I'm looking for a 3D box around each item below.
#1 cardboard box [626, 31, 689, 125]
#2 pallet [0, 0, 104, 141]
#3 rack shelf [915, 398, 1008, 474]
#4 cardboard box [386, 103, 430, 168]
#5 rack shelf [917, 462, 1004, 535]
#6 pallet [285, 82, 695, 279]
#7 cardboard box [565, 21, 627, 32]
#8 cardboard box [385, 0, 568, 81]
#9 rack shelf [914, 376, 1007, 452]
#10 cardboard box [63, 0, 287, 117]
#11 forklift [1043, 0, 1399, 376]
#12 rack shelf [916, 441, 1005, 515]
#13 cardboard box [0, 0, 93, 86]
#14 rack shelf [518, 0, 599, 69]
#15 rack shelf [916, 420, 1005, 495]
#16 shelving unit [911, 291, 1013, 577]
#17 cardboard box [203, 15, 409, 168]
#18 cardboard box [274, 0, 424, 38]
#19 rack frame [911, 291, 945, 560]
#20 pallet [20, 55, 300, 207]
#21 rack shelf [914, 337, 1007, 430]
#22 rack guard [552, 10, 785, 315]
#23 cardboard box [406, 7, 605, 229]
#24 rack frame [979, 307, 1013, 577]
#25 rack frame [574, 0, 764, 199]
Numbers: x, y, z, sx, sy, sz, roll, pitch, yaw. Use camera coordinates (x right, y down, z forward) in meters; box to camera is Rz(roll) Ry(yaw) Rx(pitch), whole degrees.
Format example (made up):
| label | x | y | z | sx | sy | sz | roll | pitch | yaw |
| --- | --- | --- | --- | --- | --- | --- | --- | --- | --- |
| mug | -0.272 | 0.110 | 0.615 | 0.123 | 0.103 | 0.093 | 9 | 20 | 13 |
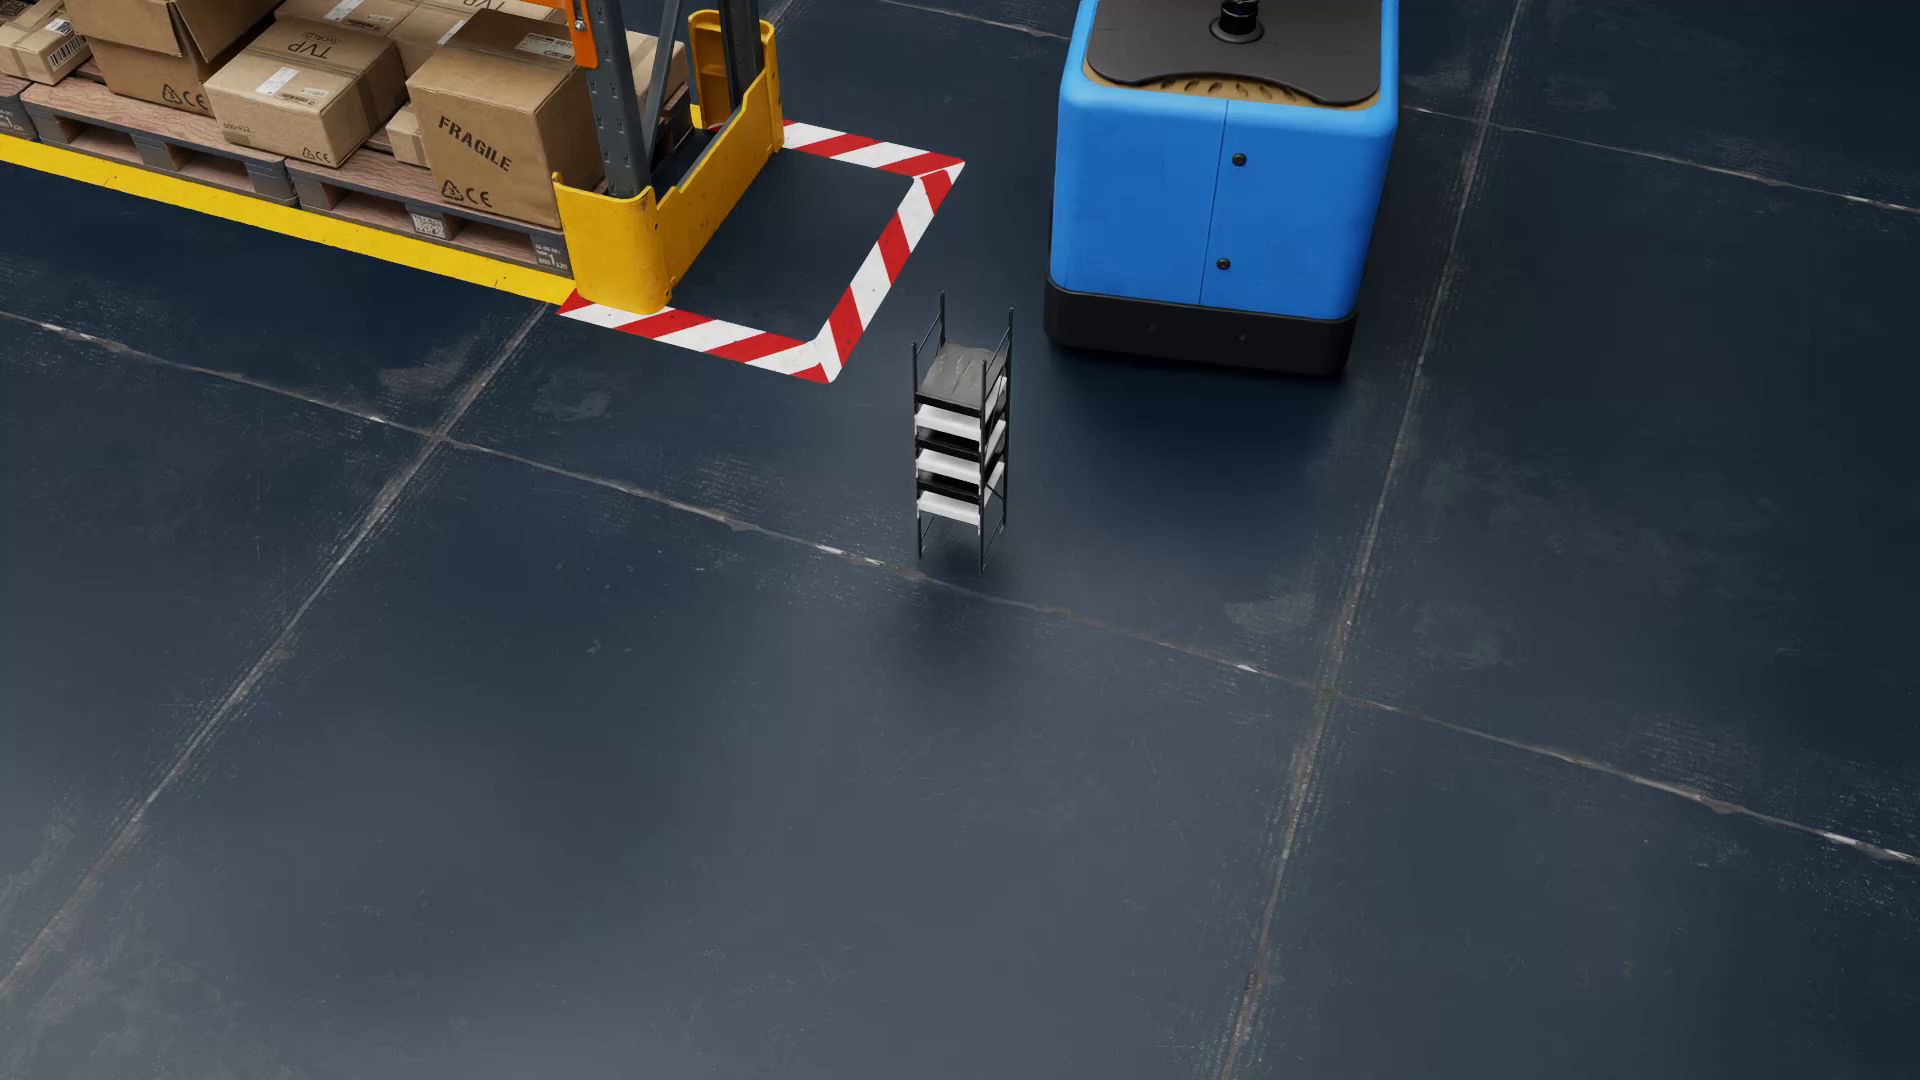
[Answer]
| label | x | y | z | sx | sy | sz | roll | pitch | yaw |
| --- | --- | --- | --- | --- | --- | --- | --- | --- | --- |
| cardboard box | -1.246 | -1.776 | 6.400 | 0.250 | 0.149 | 0.380 | 16 | 51 | 13 |
| pallet | -4.081 | -2.166 | 6.988 | 1.213 | 0.211 | 1.003 | 16 | 51 | 13 |
| rack shelf | 0.008 | -0.330 | 4.865 | 0.200 | 0.077 | 0.258 | 16 | 51 | 13 |
| cardboard box | -1.917 | -1.566 | 6.206 | 0.250 | 0.166 | 0.380 | 16 | 51 | 13 |
| rack shelf | 0.008 | -0.153 | 5.069 | 0.200 | 0.077 | 0.258 | 16 | 51 | 13 |
| pallet | -1.792 | -1.527 | 6.434 | 1.213 | 0.211 | 1.003 | 16 | 51 | 13 |
| cardboard box | -1.481 | -1.847 | 6.450 | 0.250 | 0.166 | 0.380 | 16 | 51 | 13 |
| cardboard box | -1.853 | -1.930 | 6.467 | 0.500 | 0.250 | 0.500 | 16 | 51 | 13 |
| rack shelf | 0.008 | -0.389 | 4.797 | 0.200 | 0.077 | 0.258 | 16 | 51 | 13 |
| cardboard box | -2.961 | -2.098 | 6.444 | 0.637 | 0.503 | 0.797 | 16 | 51 | 13 |
| forklift | 1.052 | -2.652 | 5.609 | 1.130 | 2.935 | 3.031 | 8 | 50 | 6 |
| rack shelf | 0.008 | -0.212 | 5.001 | 0.200 | 0.077 | 0.258 | 16 | 51 | 13 |
| cardboard box | -3.591 | -1.993 | 6.576 | 0.250 | 0.166 | 0.380 | 16 | 51 | 13 |
| rack shelf | -2.849 | -2.501 | 5.908 | 4.000 | 0.370 | 1.077 | 16 | 51 | 13 |
| rack shelf | 0.008 | -0.271 | 4.933 | 0.200 | 0.077 | 0.258 | 16 | 51 | 13 |
| shelving unit | 0.008 | -0.293 | 4.908 | 0.210 | 0.900 | 0.258 | 16 | 51 | 13 |
| cardboard box | -2.449 | -1.694 | 6.261 | 0.500 | 0.250 | 0.500 | 16 | 51 | 13 |
| cardboard box | -2.322 | -2.061 | 6.580 | 0.500 | 0.250 | 0.500 | 16 | 51 | 13 |
| rack frame | -0.088 | -0.319 | 4.931 | 0.006 | 0.900 | 0.240 | 16 | 51 | 13 |
| pallet | -2.933 | -1.848 | 6.712 | 1.213 | 0.211 | 1.003 | 16 | 51 | 13 |
| rack shelf | 0.008 | -0.448 | 4.729 | 0.200 | 0.077 | 0.258 | 16 | 51 | 13 |
| rack guard | -1.044 | -1.414 | 6.144 | 0.348 | 0.500 | 1.175 | 16 | 51 | 13 |
| cardboard box | -1.568 | -1.506 | 5.933 | 0.500 | 0.500 | 0.500 | 16 | 51 | 13 |
| rack frame | 0.103 | -0.266 | 4.885 | 0.006 | 0.900 | 0.240 | 16 | 51 | 13 |
| rack frame | -0.973 | -2.212 | 5.183 | 0.127 | 3.000 | 1.000 | 16 | 51 | 13 |
